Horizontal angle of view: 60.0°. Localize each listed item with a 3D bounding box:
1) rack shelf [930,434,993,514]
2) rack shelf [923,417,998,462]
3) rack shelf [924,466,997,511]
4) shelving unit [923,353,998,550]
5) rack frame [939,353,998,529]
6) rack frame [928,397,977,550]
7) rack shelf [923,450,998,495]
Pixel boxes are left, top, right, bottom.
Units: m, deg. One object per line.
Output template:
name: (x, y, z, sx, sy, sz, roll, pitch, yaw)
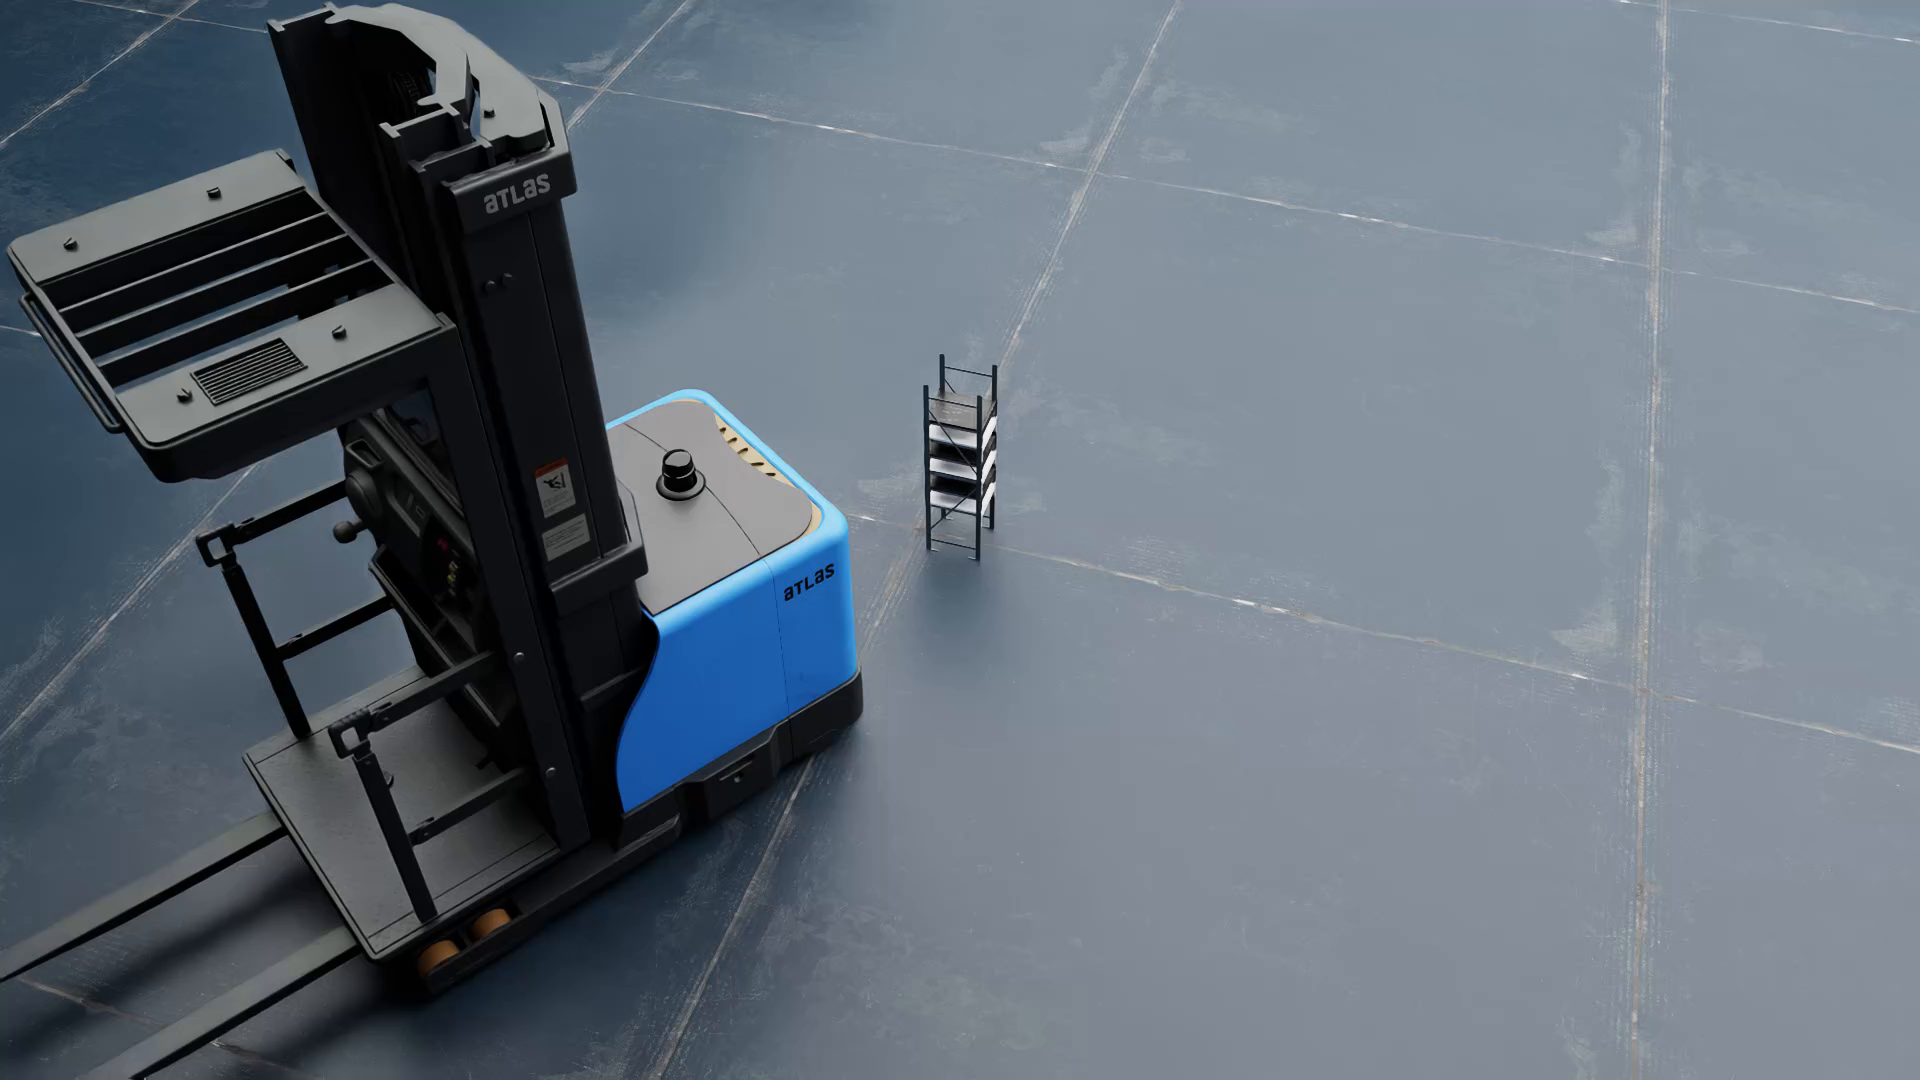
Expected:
rack shelf: (0.002, -0.291, 6.875, 0.221, 0.281, 0.190, 13, 46, 12)
rack shelf: (0.002, -0.432, 6.737, 0.258, 0.077, 0.200, 13, 46, 12)
rack shelf: (0.002, -0.239, 6.926, 0.258, 0.077, 0.200, 13, 46, 12)
shelving unit: (0.003, -0.328, 6.840, 0.258, 0.900, 0.208, 13, 46, 12)
rack frame: (0.033, -0.395, 6.909, 0.240, 0.900, 0.006, 13, 46, 12)
rack frame: (-0.028, -0.259, 6.770, 0.228, 0.785, 0.003, 13, 46, 12)
rack shelf: (0.002, -0.303, 6.863, 0.258, 0.077, 0.200, 13, 46, 12)
